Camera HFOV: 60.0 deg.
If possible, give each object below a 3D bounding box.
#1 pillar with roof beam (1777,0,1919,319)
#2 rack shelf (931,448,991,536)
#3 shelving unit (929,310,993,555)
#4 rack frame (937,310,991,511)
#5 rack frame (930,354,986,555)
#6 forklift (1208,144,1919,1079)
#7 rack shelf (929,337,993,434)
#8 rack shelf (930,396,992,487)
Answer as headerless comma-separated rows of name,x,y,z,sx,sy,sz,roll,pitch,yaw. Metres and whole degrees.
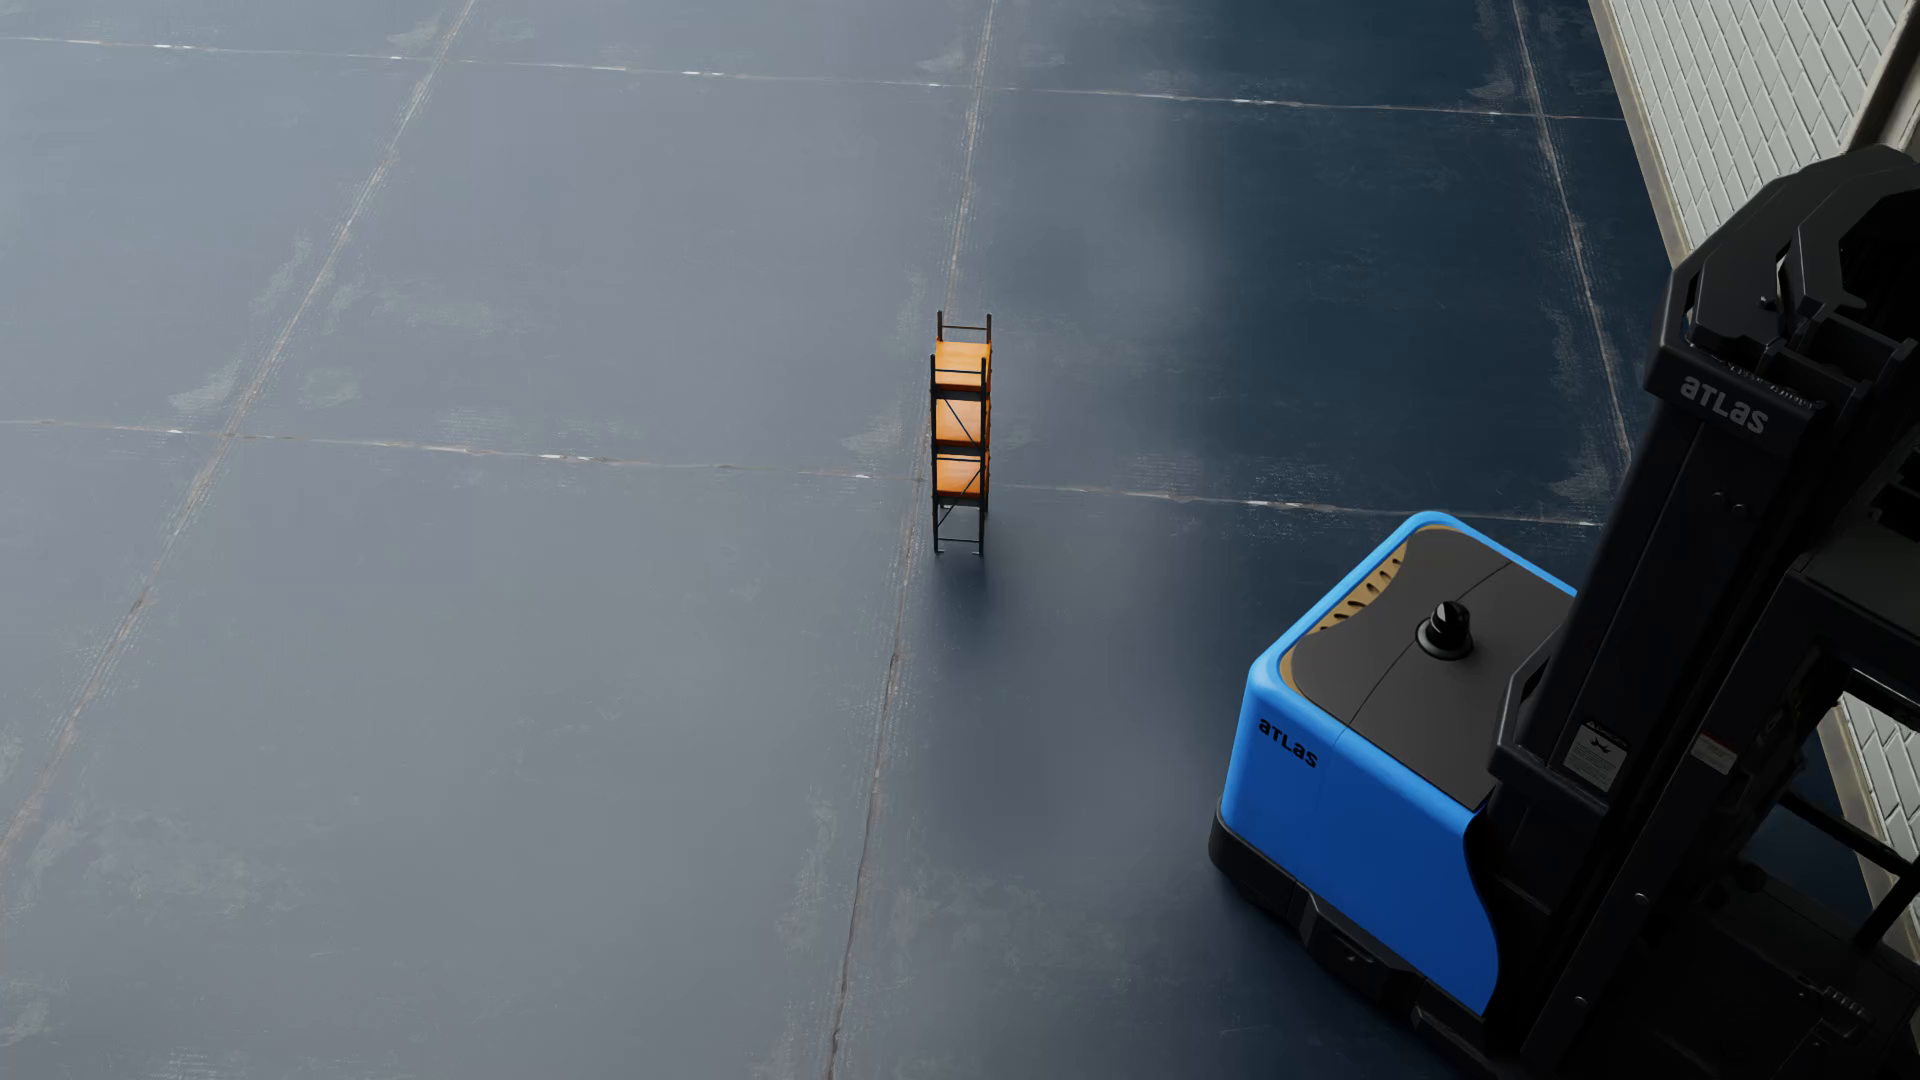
pillar with roof beam,-1.151,-3.356,3.747,9.100,9.000,0.400,4,48,4
rack shelf,0.005,-0.199,6.637,0.215,0.259,0.240,4,48,4
shelving unit,0.005,-0.394,6.424,0.215,1.050,0.252,4,48,4
rack frame,0.016,-0.483,6.506,0.200,1.050,0.008,4,48,4
rack frame,-0.006,-0.304,6.342,0.200,1.050,0.008,4,48,4
forklift,2.259,0.628,4.216,3.031,2.935,1.130,36,57,28
rack shelf,0.005,-0.578,6.223,0.215,0.259,0.240,4,48,4
rack shelf,0.005,-0.387,6.432,0.215,0.259,0.240,4,48,4
